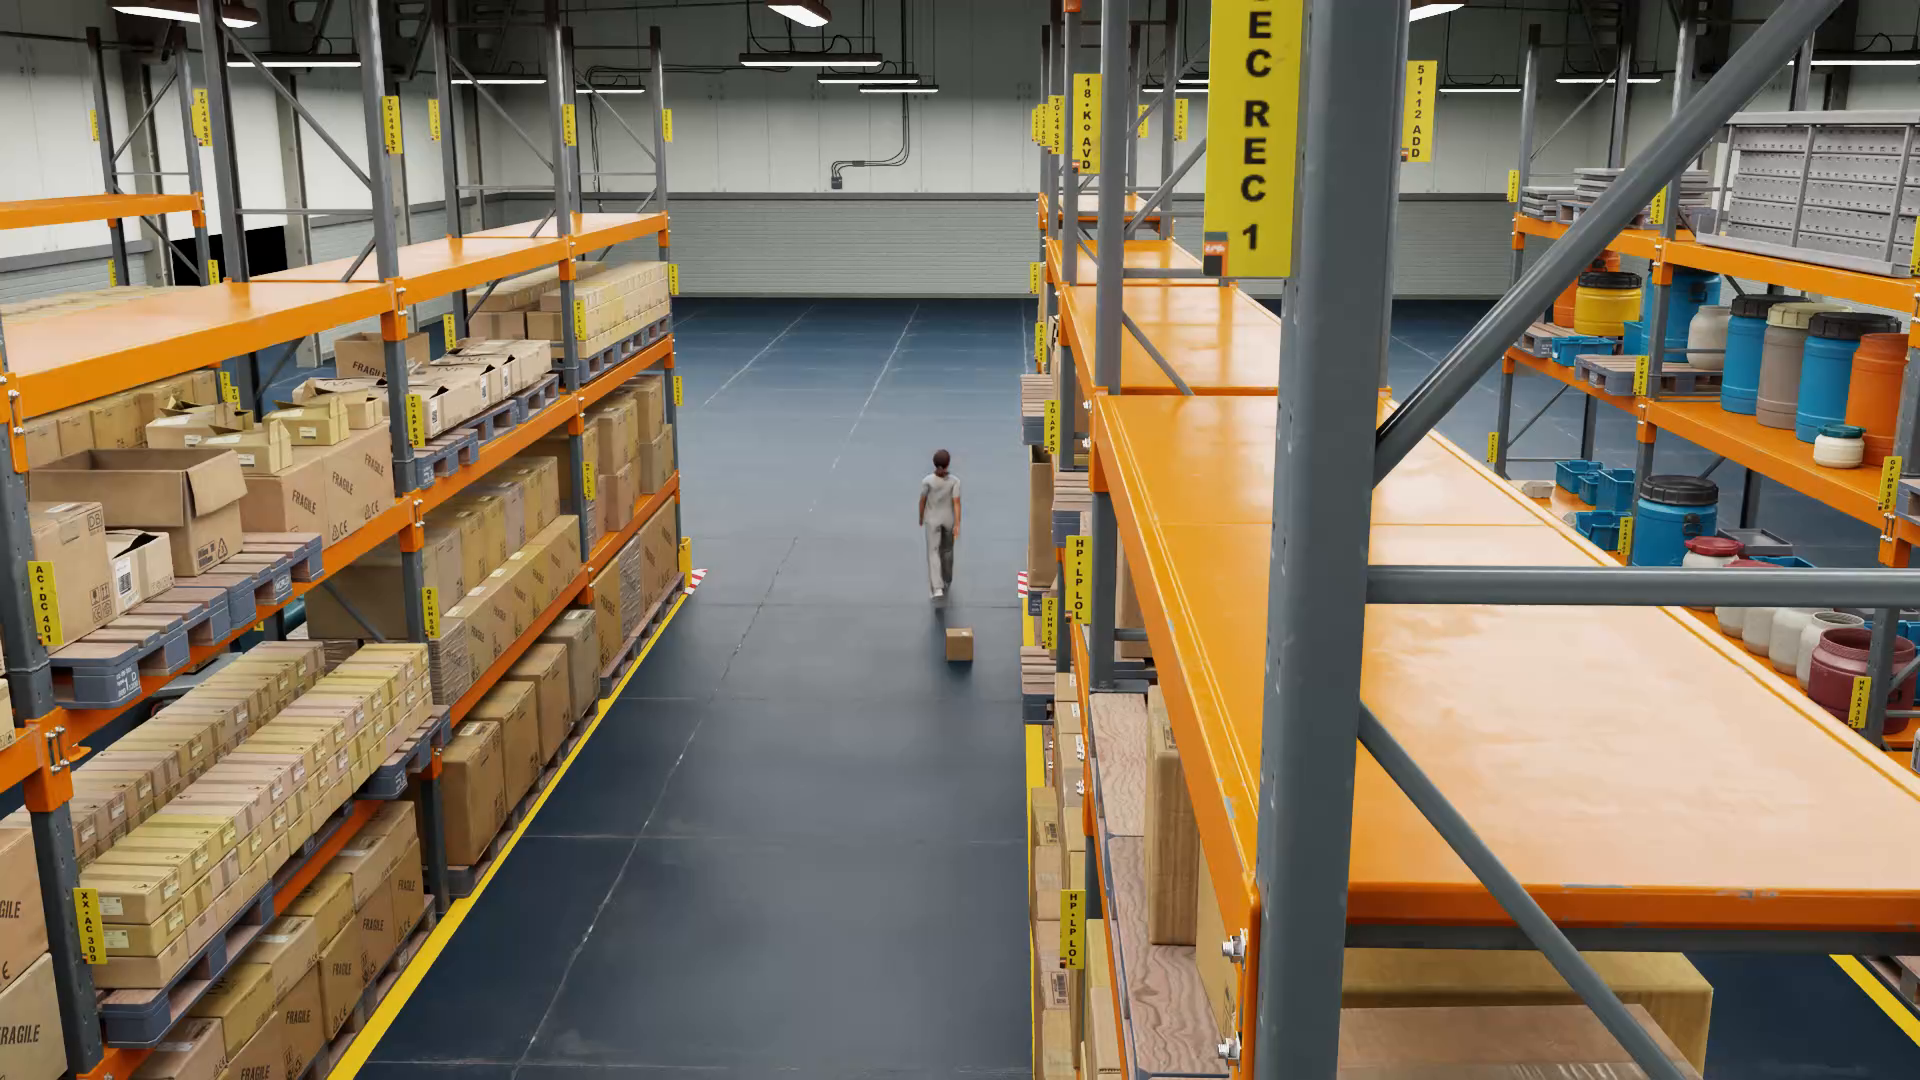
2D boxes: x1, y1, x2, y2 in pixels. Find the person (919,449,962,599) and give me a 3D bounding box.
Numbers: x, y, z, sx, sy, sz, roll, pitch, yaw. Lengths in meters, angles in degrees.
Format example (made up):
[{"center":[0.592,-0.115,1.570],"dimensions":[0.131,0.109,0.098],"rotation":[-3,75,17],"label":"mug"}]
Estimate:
[{"center":[-0.213,-0.189,18.015],"dimensions":[0.450,1.609,1.051],"rotation":[-2,14,-7],"label":"person"}]
